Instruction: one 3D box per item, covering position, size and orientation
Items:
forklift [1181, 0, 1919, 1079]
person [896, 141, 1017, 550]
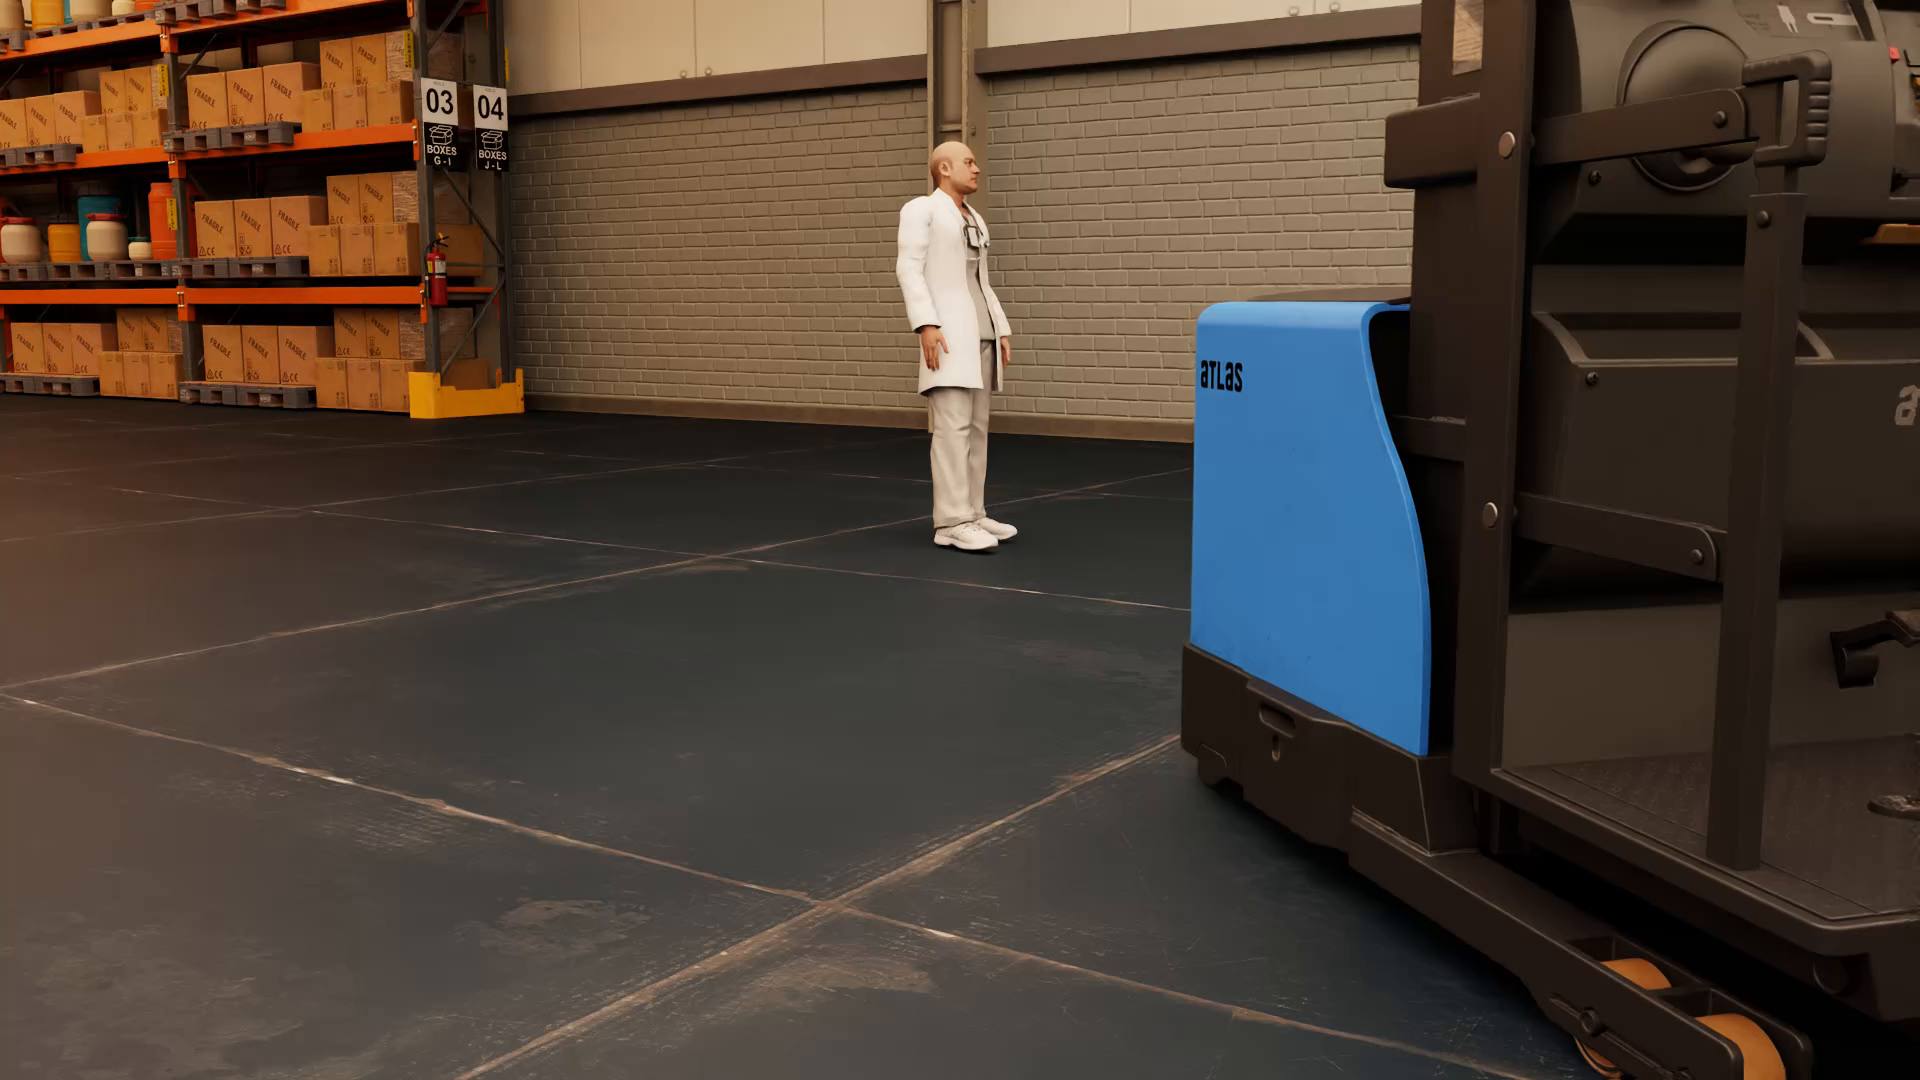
[{"bbox_3d":[1.391,-0.734,2.354,1.130,2.935,3.031,-2,8,-15],"label":"forklift"},{"bbox_3d":[0.074,-0.880,7.424,0.578,1.777,0.698,5,10,34],"label":"person"}]
